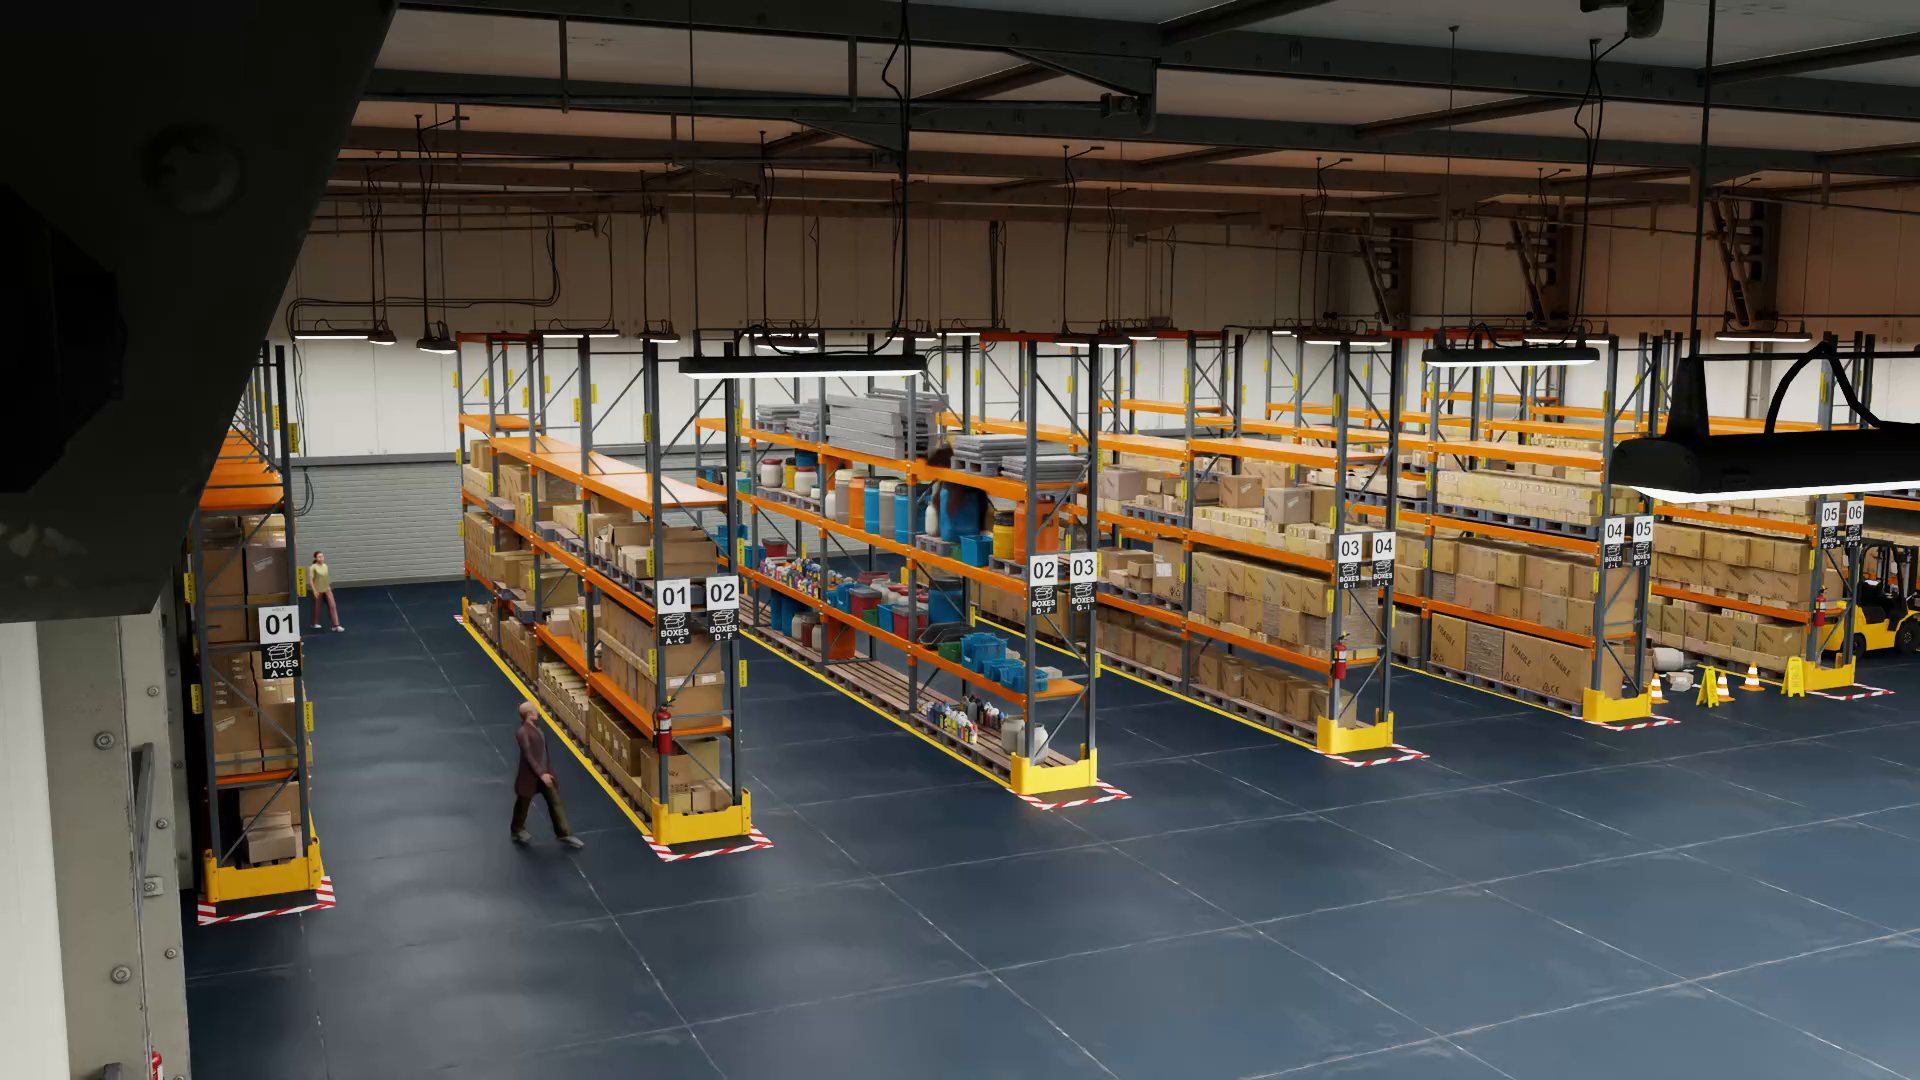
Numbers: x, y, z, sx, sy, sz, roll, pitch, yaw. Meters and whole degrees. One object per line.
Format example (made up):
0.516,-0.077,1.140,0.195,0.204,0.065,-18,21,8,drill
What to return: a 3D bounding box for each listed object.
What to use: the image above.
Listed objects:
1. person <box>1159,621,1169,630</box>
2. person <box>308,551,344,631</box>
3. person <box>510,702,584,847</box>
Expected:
3.926,1.102,32.463,0.391,1.734,0.599,-2,8,-15,person
-12.795,1.018,33.377,0.973,1.614,0.510,7,10,42,person
-5.019,2.782,19.820,1.053,1.724,0.545,6,10,38,person
